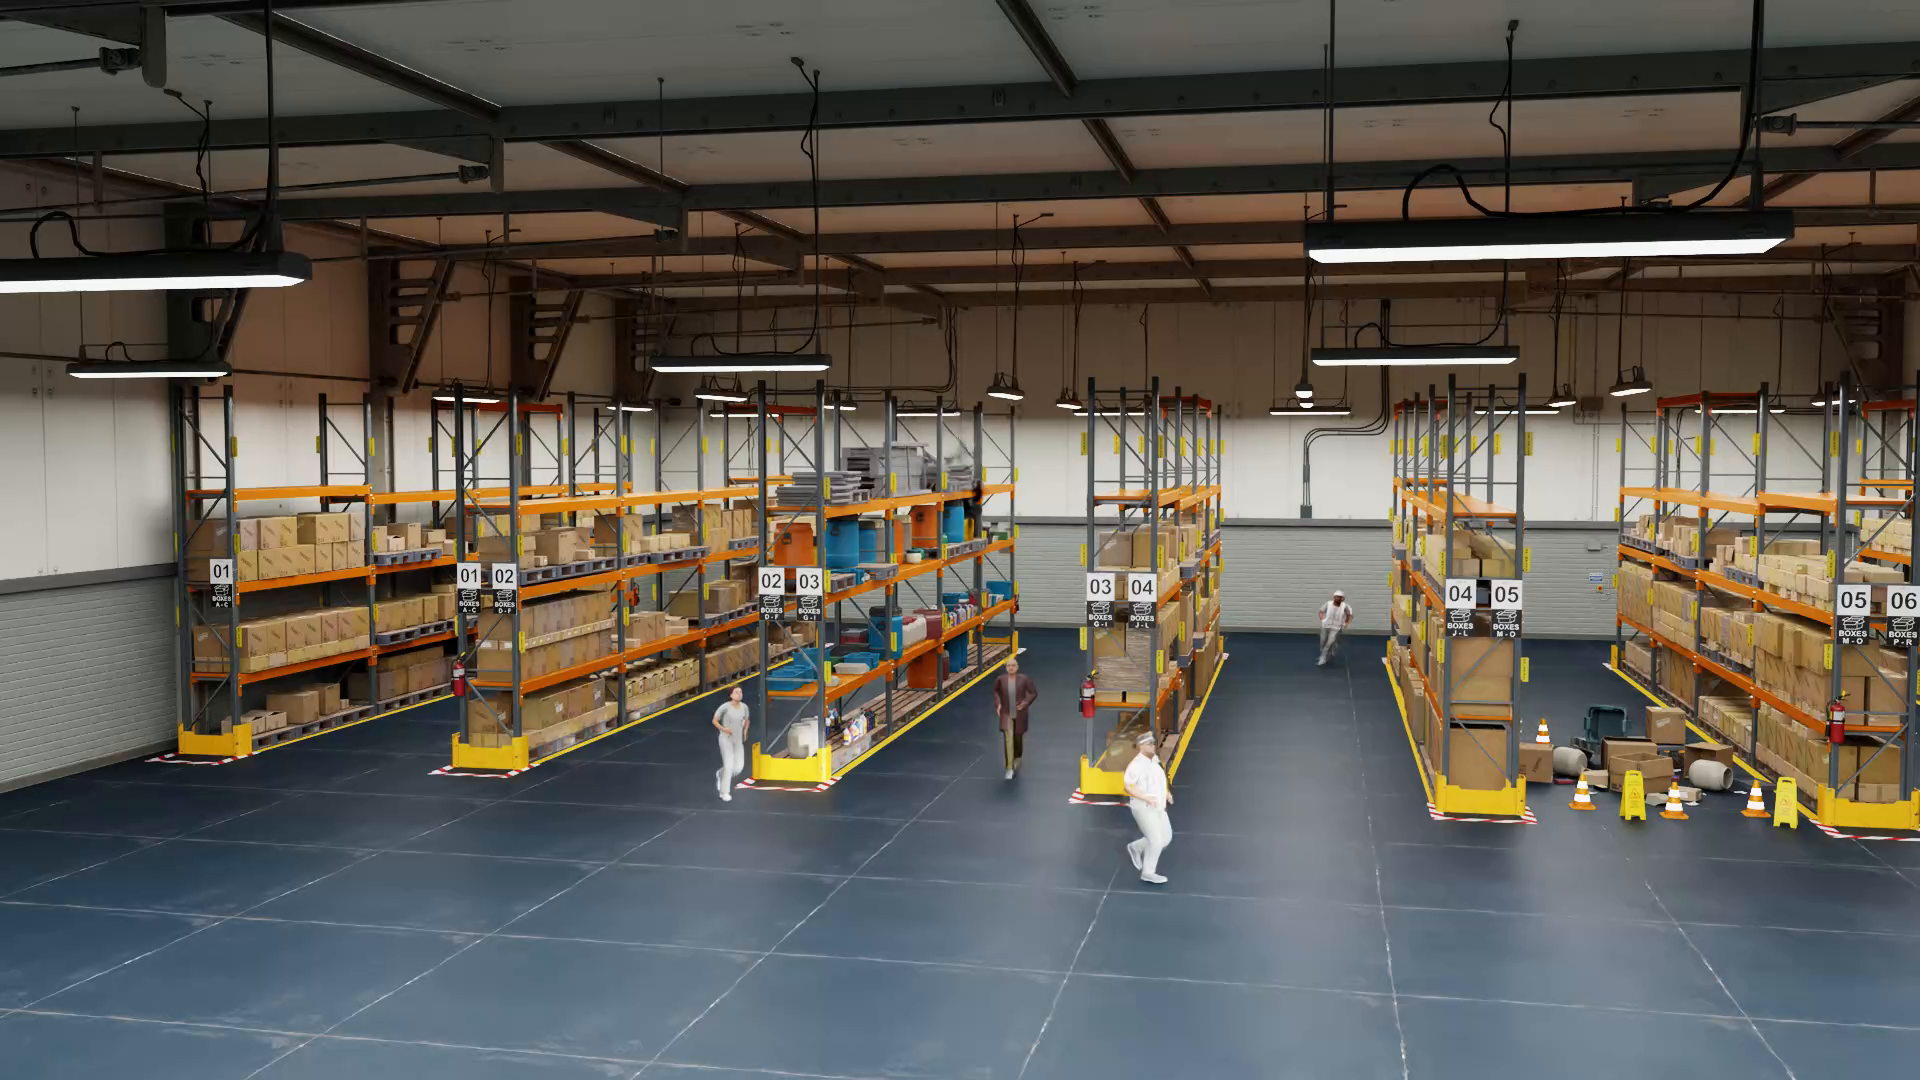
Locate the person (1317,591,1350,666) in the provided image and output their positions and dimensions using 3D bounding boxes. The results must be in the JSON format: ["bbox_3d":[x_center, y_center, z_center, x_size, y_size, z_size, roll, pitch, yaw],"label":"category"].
[{"bbox_3d":[8.596,2.012,38.220,0.718,1.710,0.895,1,3,18],"label":"person"}]

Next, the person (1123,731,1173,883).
[{"bbox_3d":[2.154,3.057,19.180,0.608,1.730,0.661,3,4,39],"label":"person"}]

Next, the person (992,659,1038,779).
[{"bbox_3d":[0.829,2.683,25.262,0.702,1.766,0.965,0,3,6],"label":"person"}]

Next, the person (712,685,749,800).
[{"bbox_3d":[-3.258,2.876,23.781,0.591,1.619,0.617,-2,4,-33],"label":"person"}]

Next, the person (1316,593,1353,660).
[{"bbox_3d":[8.746,2.021,38.869,0.810,1.597,0.670,-2,4,-33],"label":"person"}]
